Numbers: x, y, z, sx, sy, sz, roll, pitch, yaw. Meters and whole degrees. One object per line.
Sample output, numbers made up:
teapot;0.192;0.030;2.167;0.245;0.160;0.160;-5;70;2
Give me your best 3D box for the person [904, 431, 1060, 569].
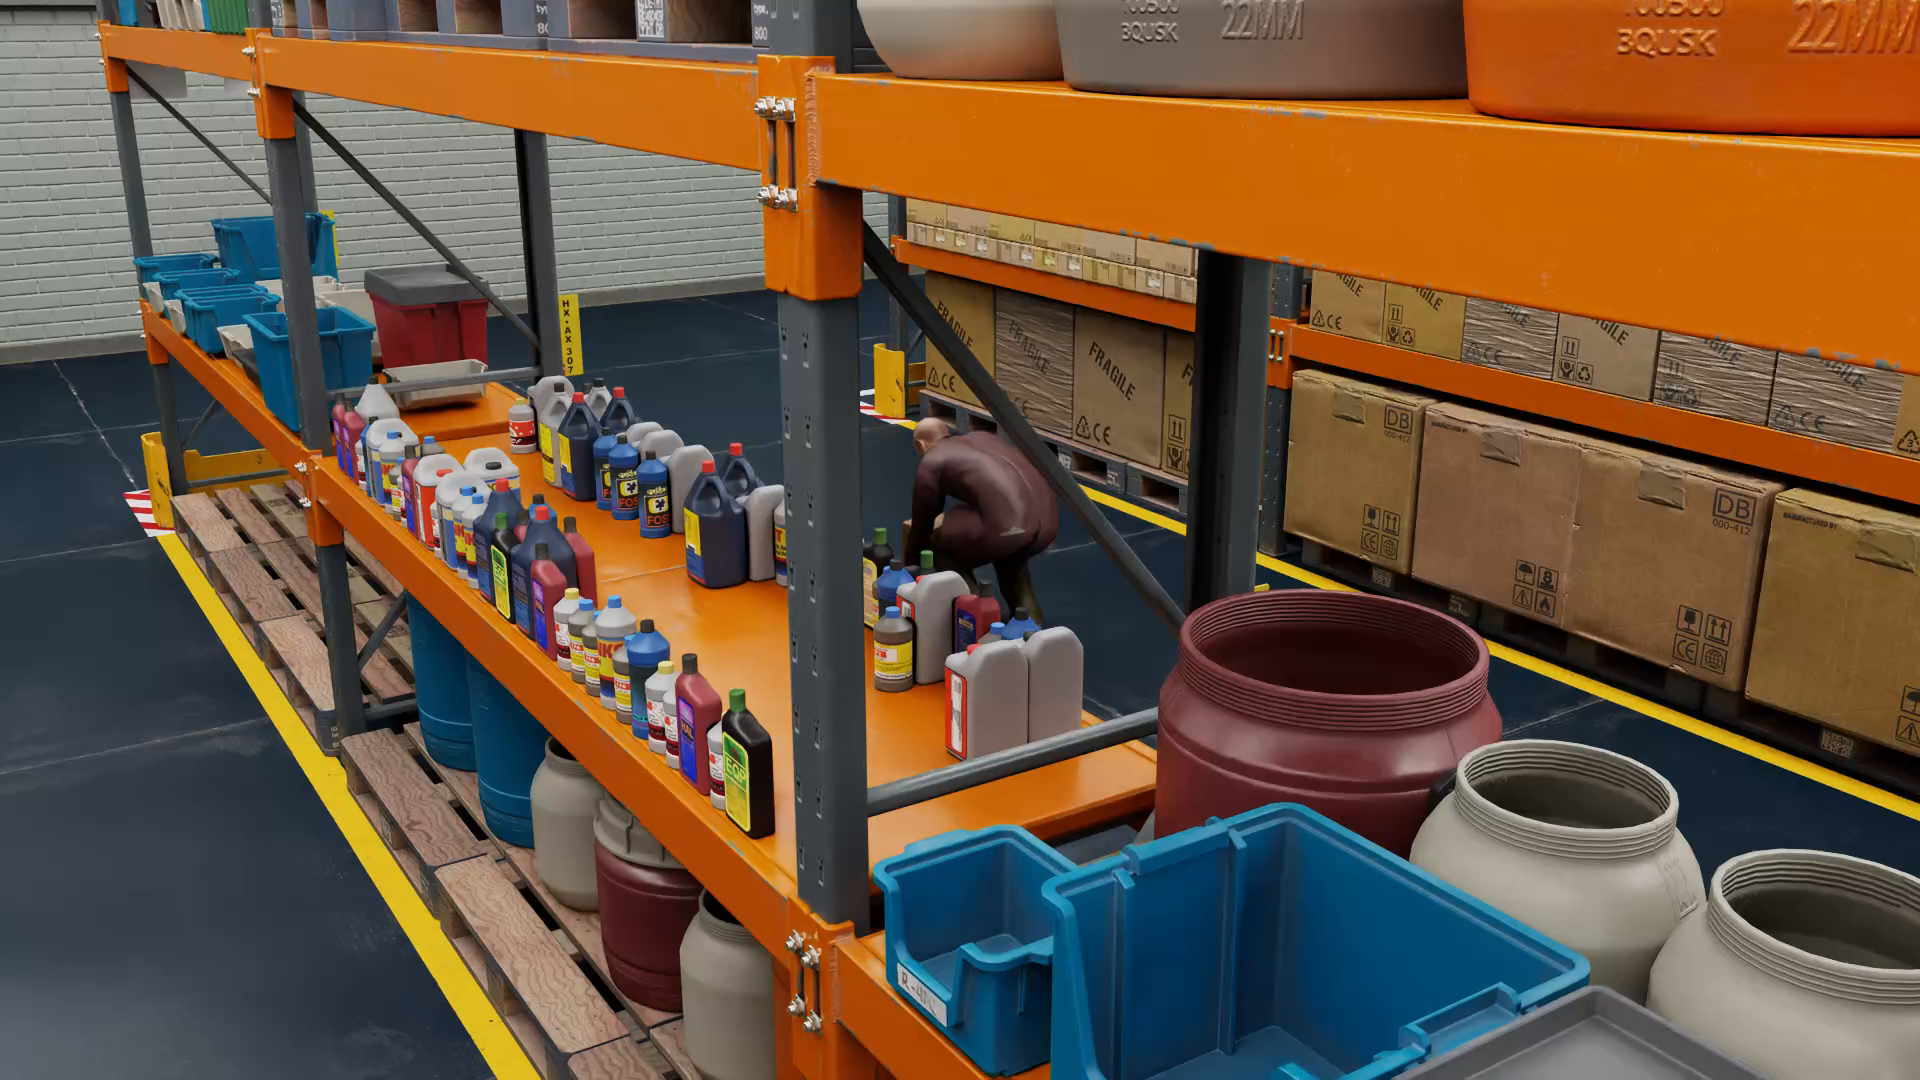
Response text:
person;0.115;-0.120;7.887;0.585;0.711;0.859;-12;22;-33
